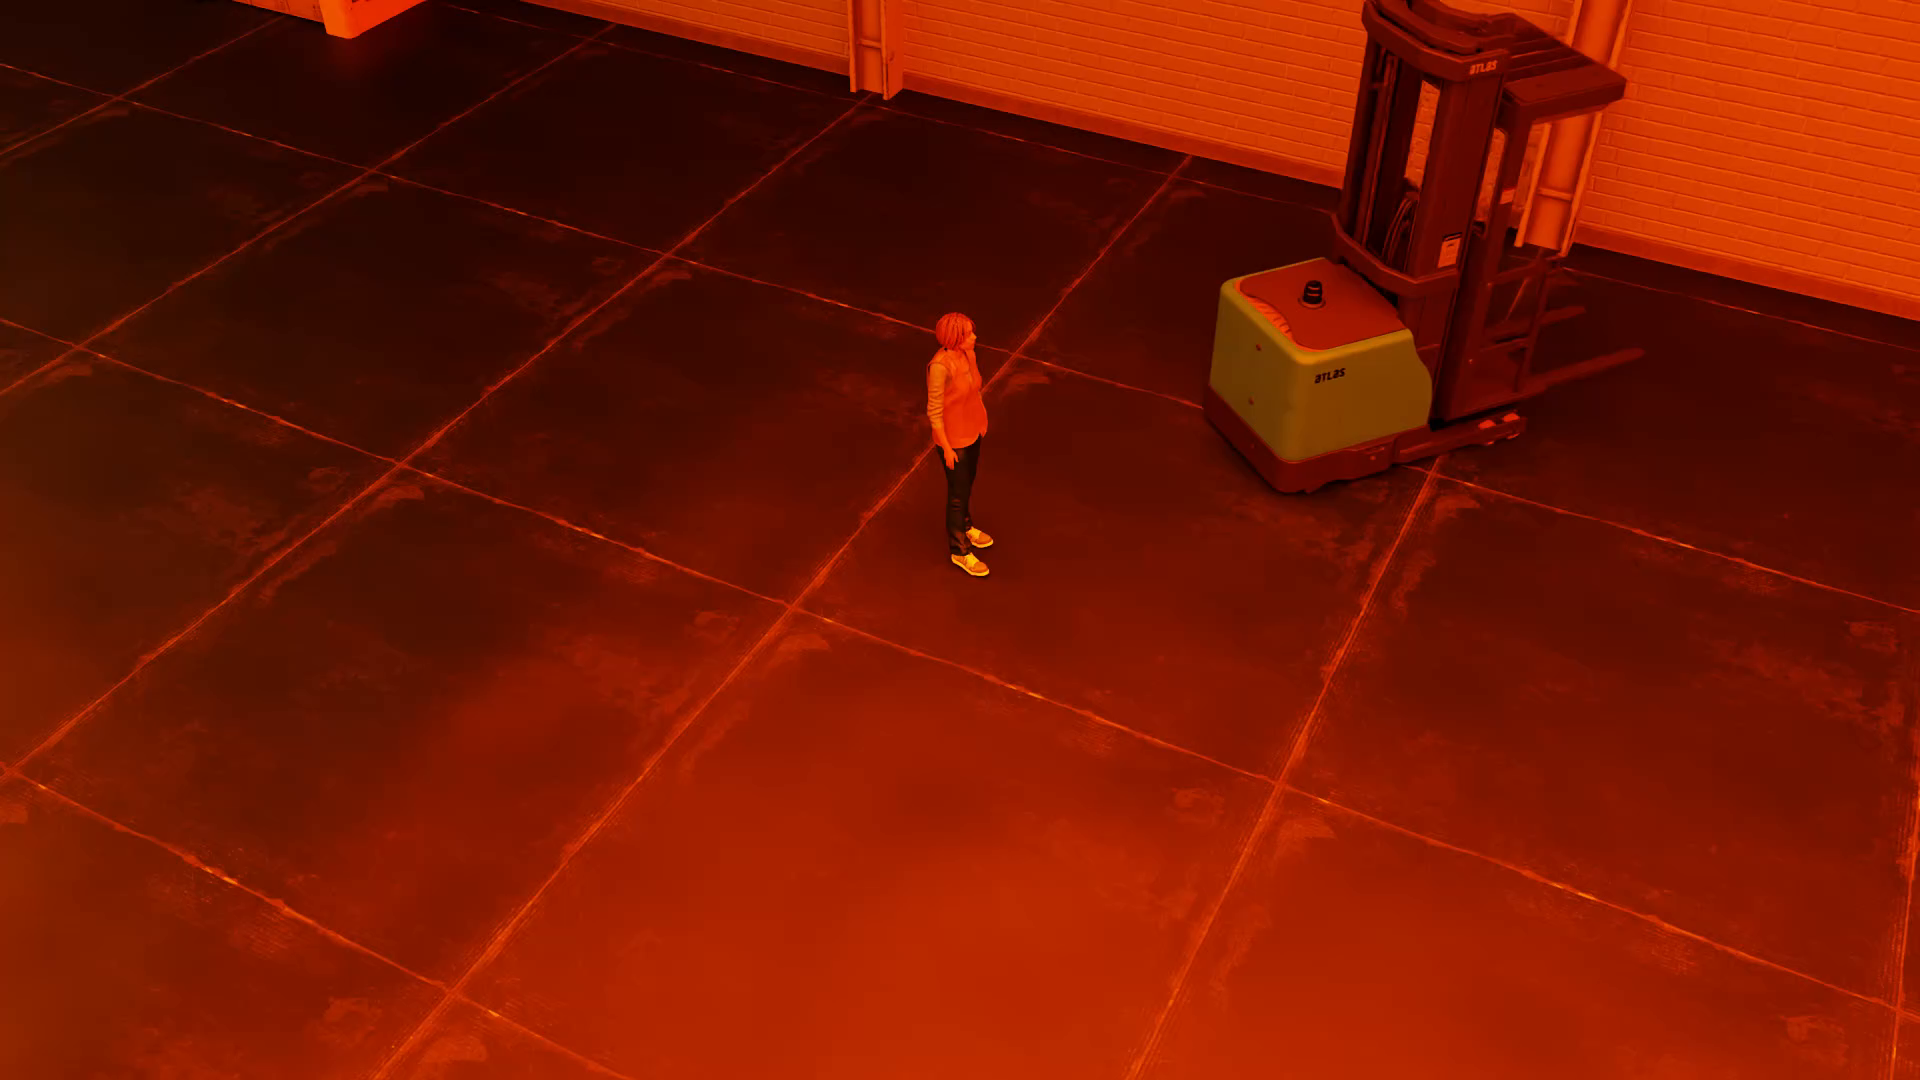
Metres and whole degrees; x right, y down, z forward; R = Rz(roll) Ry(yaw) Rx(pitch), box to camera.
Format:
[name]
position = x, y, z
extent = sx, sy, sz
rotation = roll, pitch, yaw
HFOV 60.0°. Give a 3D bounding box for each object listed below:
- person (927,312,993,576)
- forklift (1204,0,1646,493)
[person]
position = 0.060, -0.586, 9.707
extent = 0.473, 1.599, 0.520
rotation = 18, 43, 21
[forklift]
position = 3.201, -2.042, 10.412
extent = 3.031, 2.935, 1.130
rotation = -16, 43, -18
